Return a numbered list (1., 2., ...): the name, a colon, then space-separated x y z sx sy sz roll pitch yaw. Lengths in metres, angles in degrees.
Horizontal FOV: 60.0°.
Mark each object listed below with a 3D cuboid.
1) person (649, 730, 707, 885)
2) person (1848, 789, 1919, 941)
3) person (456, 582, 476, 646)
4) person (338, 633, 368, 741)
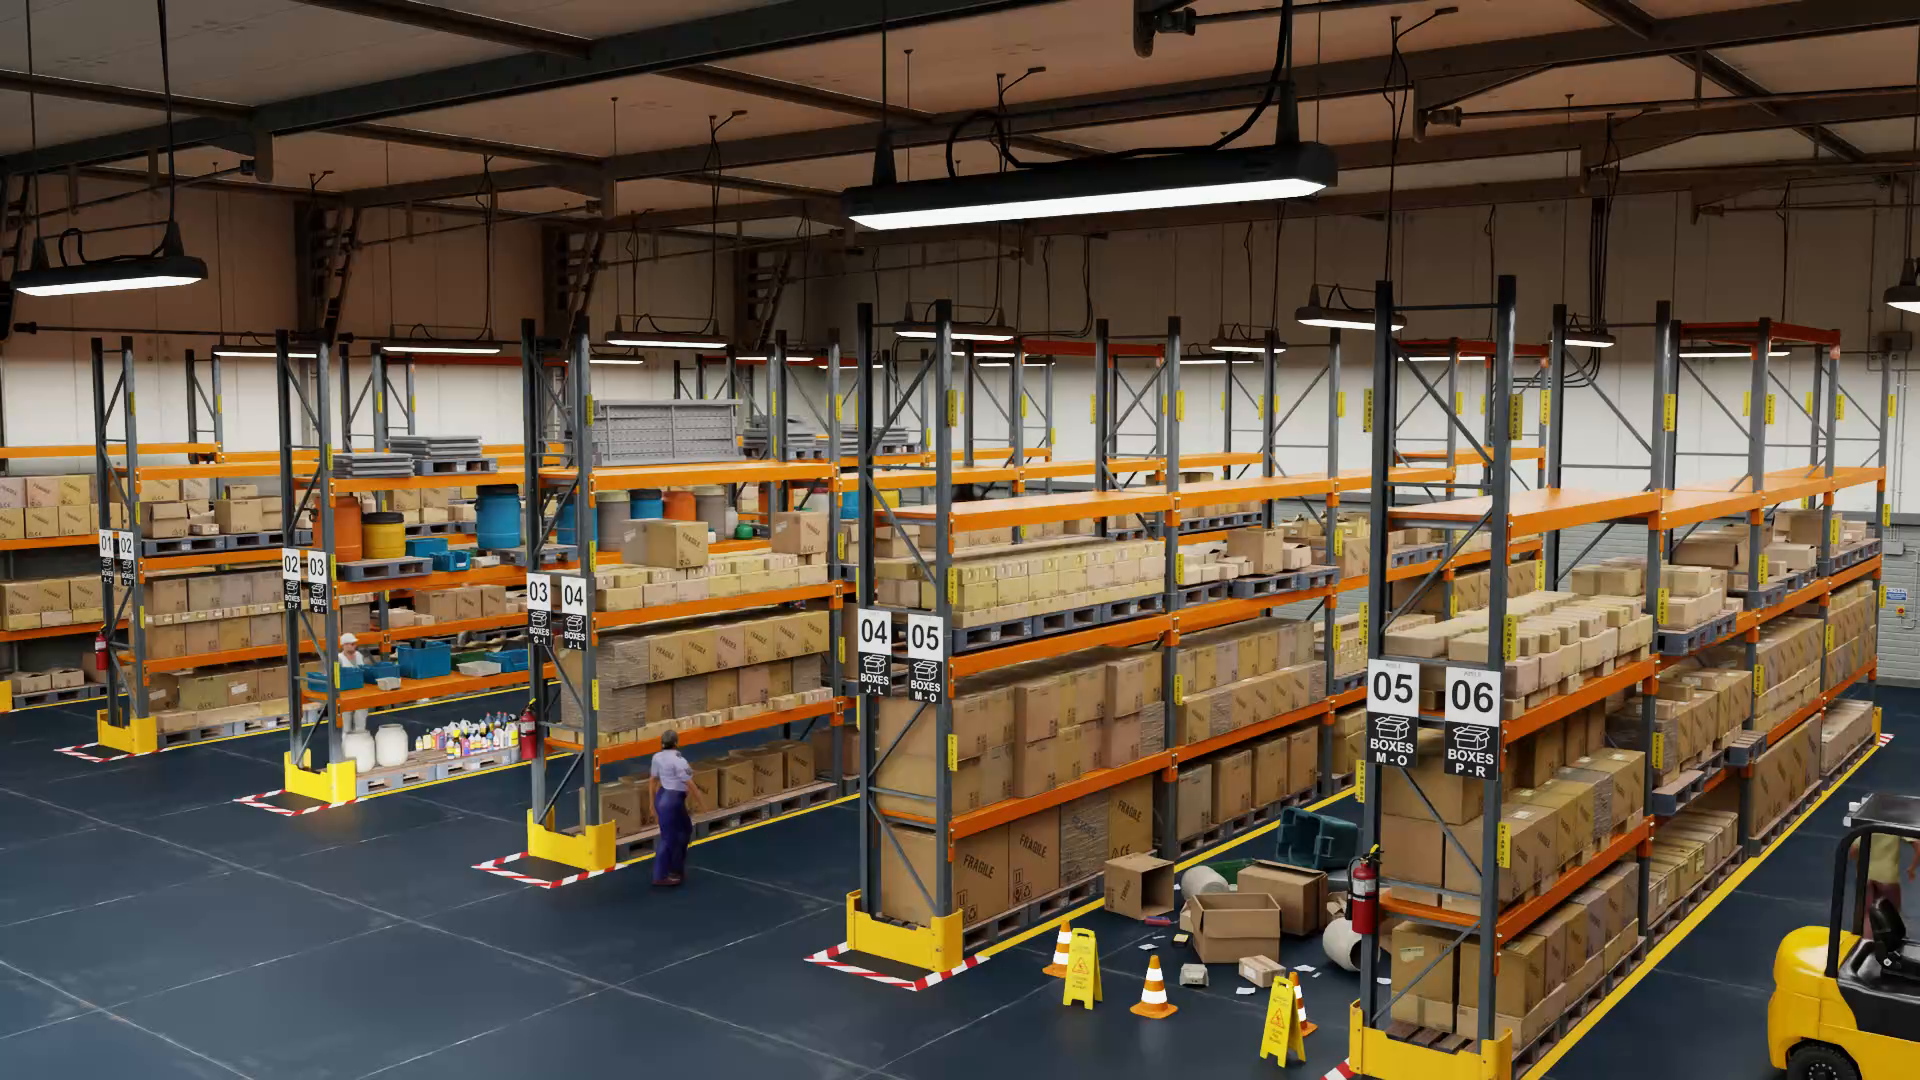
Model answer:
1. person: -2.981 2.836 17.570 0.582 1.705 0.478 -2 5 -20
2. person: 8.354 3.060 14.985 0.577 1.637 0.476 4 6 38
3. person: -9.699 1.534 32.457 0.382 1.603 1.010 3 6 29
4. person: -8.650 2.210 23.627 0.559 1.797 0.374 -5 7 -44
